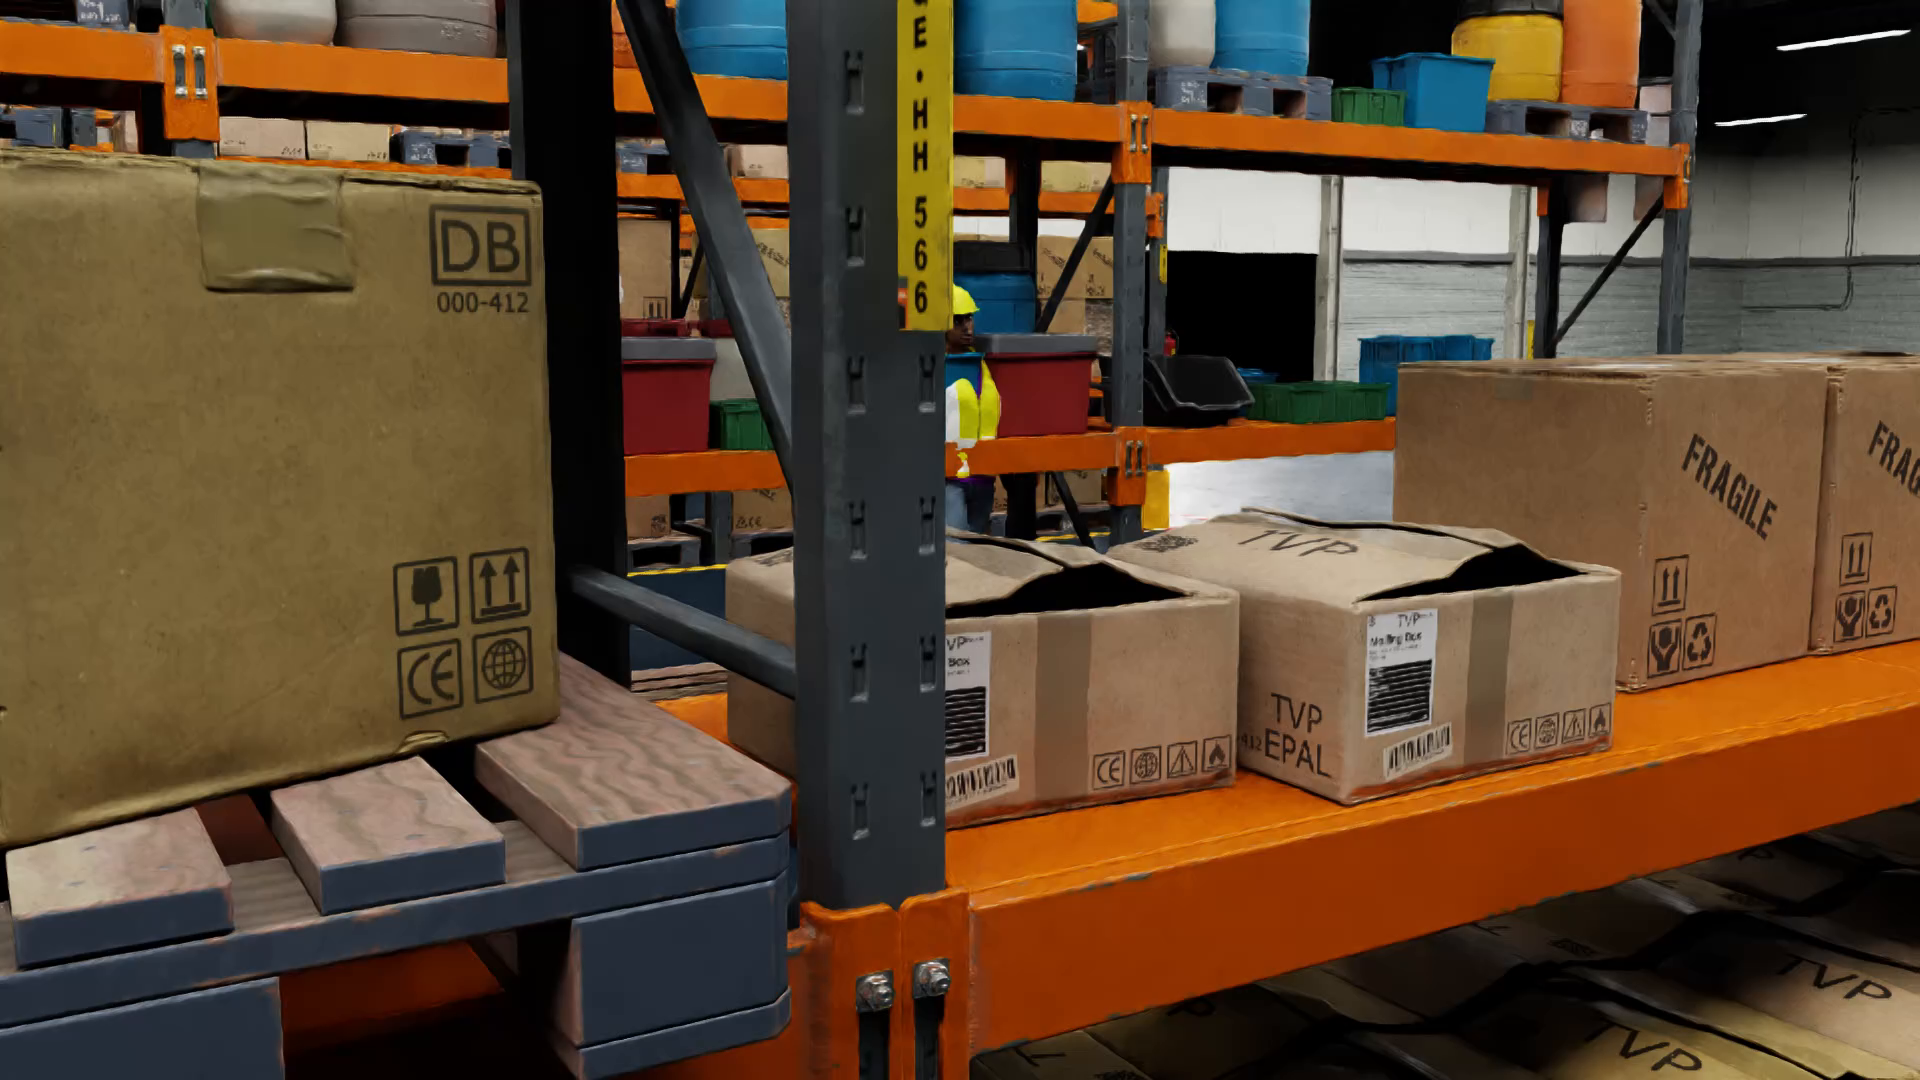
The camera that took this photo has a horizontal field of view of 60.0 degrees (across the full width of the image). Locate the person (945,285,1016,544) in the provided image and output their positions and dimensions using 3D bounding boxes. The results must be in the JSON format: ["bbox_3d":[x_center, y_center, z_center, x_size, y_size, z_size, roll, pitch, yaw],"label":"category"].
[{"bbox_3d":[-0.010,-0.268,7.552,0.626,1.767,0.729,8,11,44],"label":"person"}]
